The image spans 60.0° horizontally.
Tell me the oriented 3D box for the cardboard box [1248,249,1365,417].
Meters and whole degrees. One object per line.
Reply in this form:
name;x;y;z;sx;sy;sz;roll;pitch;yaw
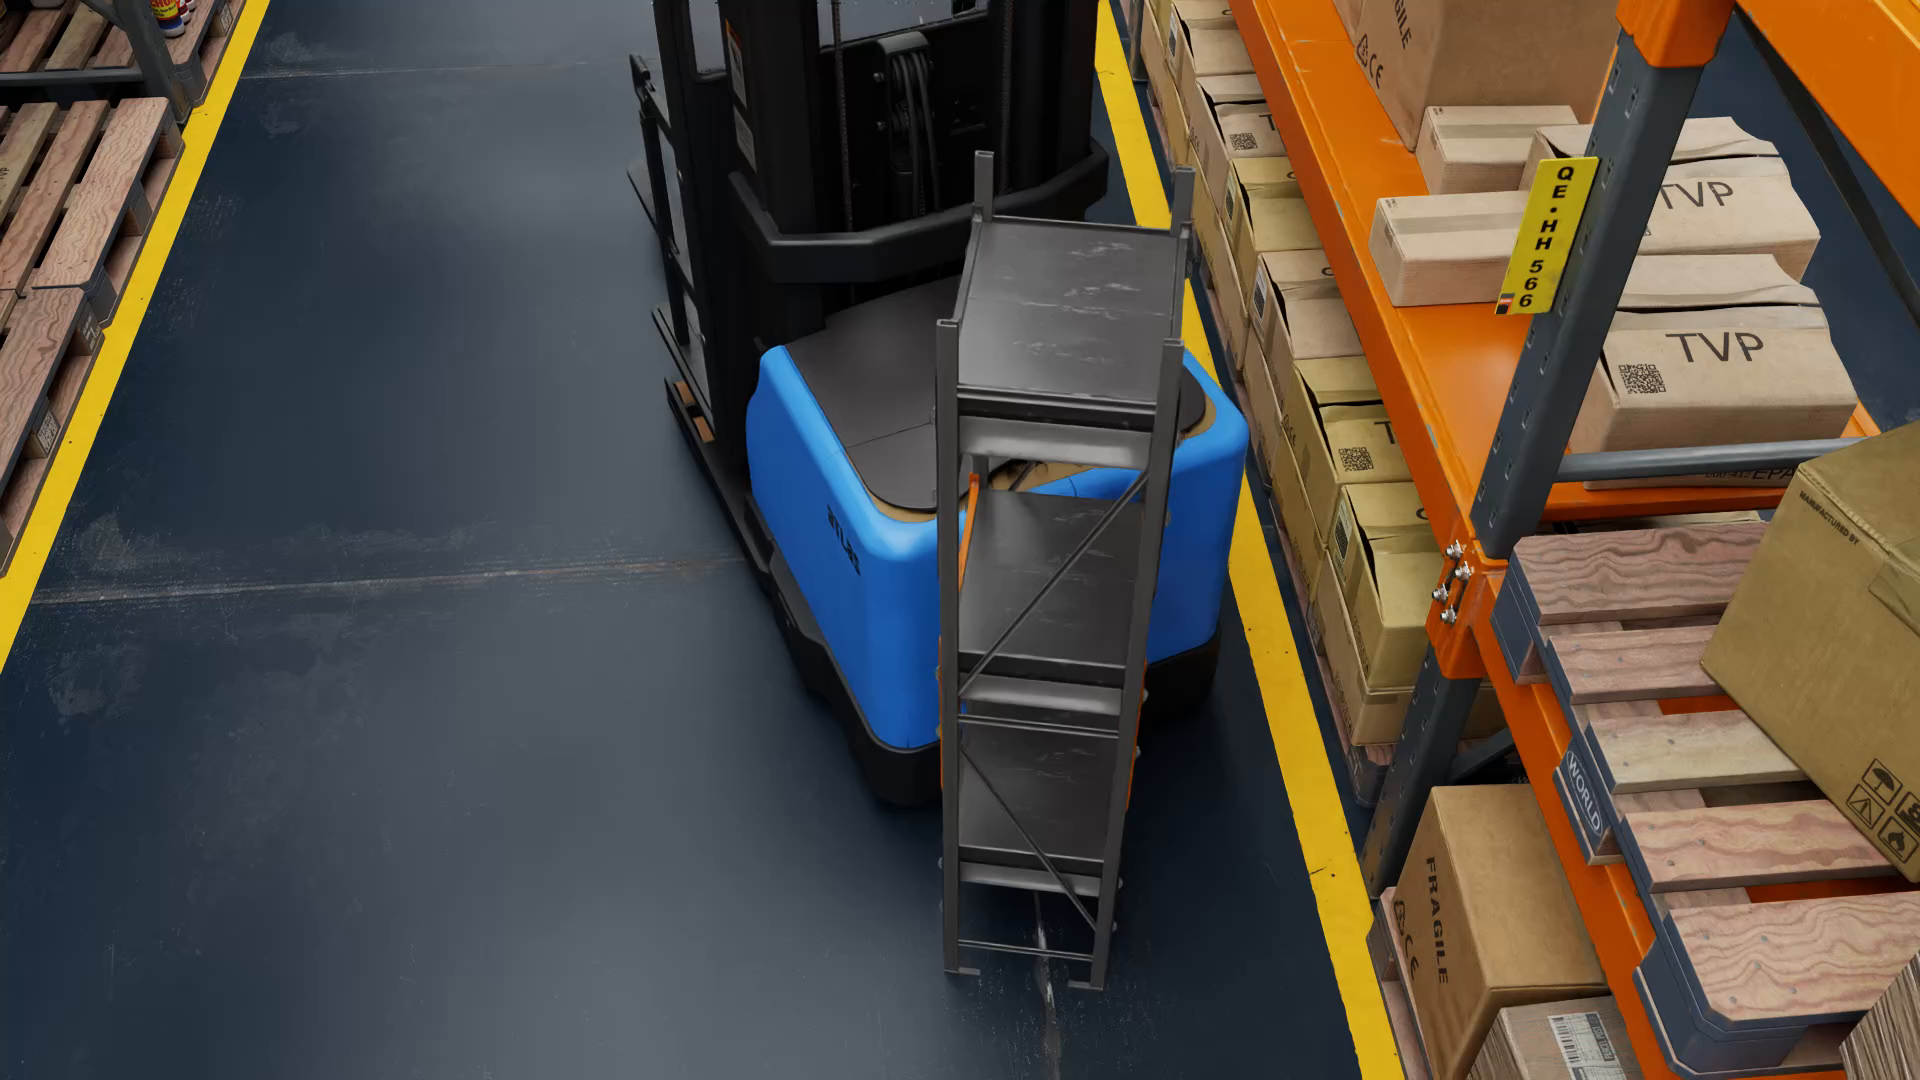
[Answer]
cardboard box;1.187;-0.656;5.024;0.500;0.311;0.500;-4;47;-4

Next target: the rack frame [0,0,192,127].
rack frame;-3.706;-2.755;5.793;1.000;3.000;0.127;-3;47;-3

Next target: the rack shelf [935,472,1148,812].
rack shelf;0.193;0.222;3.612;0.431;0.518;0.480;6;47;5

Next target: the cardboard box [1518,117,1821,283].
cardboard box;1.684;-0.787;3.991;0.500;0.311;0.500;-4;47;-4

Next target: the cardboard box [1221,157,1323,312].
cardboard box;1.147;-1.019;5.367;0.500;0.311;0.500;-2;47;-2

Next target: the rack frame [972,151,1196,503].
rack frame;0.226;0.037;3.769;0.400;2.100;0.015;6;47;5

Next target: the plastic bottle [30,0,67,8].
plastic bottle;-3.903;-2.452;7.028;0.144;0.351;0.185;-3;47;-3

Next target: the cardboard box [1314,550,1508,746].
cardboard box;1.279;0.276;4.527;0.500;0.250;0.500;-2;47;-2

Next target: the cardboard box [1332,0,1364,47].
cardboard box;1.365;-1.787;4.808;0.500;0.500;0.500;-3;47;-3

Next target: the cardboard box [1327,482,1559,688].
cardboard box;1.276;0.085;4.322;0.500;0.311;0.500;-2;47;-2

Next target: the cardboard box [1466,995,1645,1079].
cardboard box;1.368;1.274;3.396;0.500;0.500;0.500;-5;47;-5

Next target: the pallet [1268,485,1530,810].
pallet;1.536;0.202;4.914;1.003;0.211;1.213;-3;47;-3

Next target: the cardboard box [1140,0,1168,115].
cardboard box;1.018;-1.945;6.631;0.500;0.250;0.500;-5;47;-4

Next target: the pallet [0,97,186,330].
pallet;-3.601;-1.230;6.270;1.003;0.211;1.213;-3;47;-3

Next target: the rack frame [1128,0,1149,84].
rack frame;1.231;-3.053;6.076;1.000;3.000;0.127;-3;47;-3

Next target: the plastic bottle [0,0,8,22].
plastic bottle;-4.075;-2.300;6.930;0.061;0.283;0.133;-1;47;-1

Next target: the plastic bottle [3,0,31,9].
plastic bottle;-4.047;-2.444;7.020;0.144;0.351;0.185;-5;47;-4

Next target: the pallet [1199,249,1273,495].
pallet;1.437;-0.679;5.748;1.003;0.211;1.213;-3;47;-3

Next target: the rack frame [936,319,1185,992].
rack frame;0.161;0.388;3.436;0.400;2.100;0.015;6;47;5

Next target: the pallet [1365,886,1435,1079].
pallet;1.590;1.342;3.834;1.003;0.211;1.213;-3;47;-3

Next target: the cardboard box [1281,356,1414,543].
cardboard box;1.226;-0.291;4.678;0.500;0.311;0.500;-4;47;-4

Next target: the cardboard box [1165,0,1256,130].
cardboard box;1.054;-1.768;6.077;0.500;0.311;0.500;-4;47;-4

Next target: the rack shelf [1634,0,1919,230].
rack shelf;1.733;0.504;1.136;1.077;0.370;4.000;-3;47;-3

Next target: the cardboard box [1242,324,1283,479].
cardboard box;1.193;-0.461;5.225;0.500;0.250;0.500;-3;47;-2

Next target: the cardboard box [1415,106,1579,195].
cardboard box;1.403;-0.992;4.297;0.380;0.149;0.250;0;47;0

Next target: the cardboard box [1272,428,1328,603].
cardboard box;1.232;-0.097;4.880;0.500;0.250;0.500;-4;47;-4

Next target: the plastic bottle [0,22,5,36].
plastic bottle;-4.046;-2.187;6.880;0.097;0.201;0.097;0;47;0

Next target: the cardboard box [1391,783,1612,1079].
cardboard box;1.319;0.896;3.754;0.500;0.500;0.500;-2;47;-2

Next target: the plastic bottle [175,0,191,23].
plastic bottle;-3.304;-2.275;6.963;0.097;0.201;0.097;0;47;0

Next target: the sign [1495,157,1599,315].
sign;1.013;-0.521;2.880;0.100;0.325;0.005;-3;47;-3

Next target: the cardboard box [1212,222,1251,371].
cardboard box;1.147;-0.833;5.577;0.500;0.250;0.500;-3;47;-3

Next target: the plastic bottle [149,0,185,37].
plastic bottle;-3.295;-2.225;6.868;0.097;0.271;0.097;0;47;0

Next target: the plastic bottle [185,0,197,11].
plastic bottle;-3.312;-2.348;7.032;0.097;0.201;0.097;0;47;0

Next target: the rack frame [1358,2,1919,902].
rack frame;1.566;-0.159;3.335;1.000;3.000;0.127;-3;47;-3

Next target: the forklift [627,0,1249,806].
forklift;-0.335;-1.377;4.536;1.130;2.935;3.031;-18;49;-16

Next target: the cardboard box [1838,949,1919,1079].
cardboard box;1.617;0.784;2.083;0.700;0.500;0.500;4;47;4

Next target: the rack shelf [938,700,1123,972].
rack shelf;0.193;0.703;4.121;0.431;0.518;0.480;6;47;5

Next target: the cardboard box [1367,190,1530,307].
cardboard box;1.215;-0.707;4.026;0.380;0.149;0.250;-3;47;-3

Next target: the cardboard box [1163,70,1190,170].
cardboard box;1.059;-1.575;6.281;0.500;0.250;0.500;-2;47;-2

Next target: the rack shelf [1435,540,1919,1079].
rack shelf;1.733;1.535;2.226;1.077;0.370;4.000;-3;47;-3

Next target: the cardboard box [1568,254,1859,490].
cardboard box;1.579;-0.394;3.619;0.500;0.311;0.500;-1;47;-1

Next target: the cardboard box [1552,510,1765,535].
cardboard box;1.814;0.052;4.353;0.500;0.311;0.500;-2;47;-2

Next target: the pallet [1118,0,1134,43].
pallet;1.206;-2.672;7.635;1.003;0.211;1.213;-3;47;-3

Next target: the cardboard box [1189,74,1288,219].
cardboard box;1.098;-1.394;5.723;0.500;0.311;0.500;-5;47;-5

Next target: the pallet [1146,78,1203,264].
pallet;1.331;-1.564;6.585;1.003;0.211;1.213;-3;47;-3

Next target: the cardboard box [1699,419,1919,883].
cardboard box;1.731;0.111;2.721;0.700;0.500;0.500;-18;49;-16

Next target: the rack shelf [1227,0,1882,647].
rack shelf;1.398;-1.359;4.966;1.077;0.370;4.000;-3;47;-3

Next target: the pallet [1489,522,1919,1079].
pallet;1.692;0.393;2.944;1.213;0.211;1.003;-3;47;-3

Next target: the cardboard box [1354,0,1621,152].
cardboard box;1.409;-1.407;4.447;0.500;0.500;0.500;-6;47;-5

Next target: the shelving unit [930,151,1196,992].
shelving unit;0.193;0.212;3.603;0.431;2.100;0.503;6;47;5

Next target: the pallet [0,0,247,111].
pallet;-3.720;-2.284;7.268;1.003;0.211;1.213;-3;47;-3

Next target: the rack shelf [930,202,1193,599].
rack shelf;0.193;-0.259;3.104;0.431;0.518;0.480;6;47;5

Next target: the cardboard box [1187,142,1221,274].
cardboard box;1.105;-1.201;5.926;0.500;0.250;0.500;-5;47;-5

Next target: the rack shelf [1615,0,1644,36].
rack shelf;1.398;-2.390;3.877;1.077;0.370;4.000;-3;47;-3

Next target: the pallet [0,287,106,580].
pallet;-3.496;-0.345;5.432;1.003;0.211;1.213;-3;47;-3

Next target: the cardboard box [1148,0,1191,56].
cardboard box;1.017;-2.131;6.420;0.500;0.311;0.500;-3;47;-3
